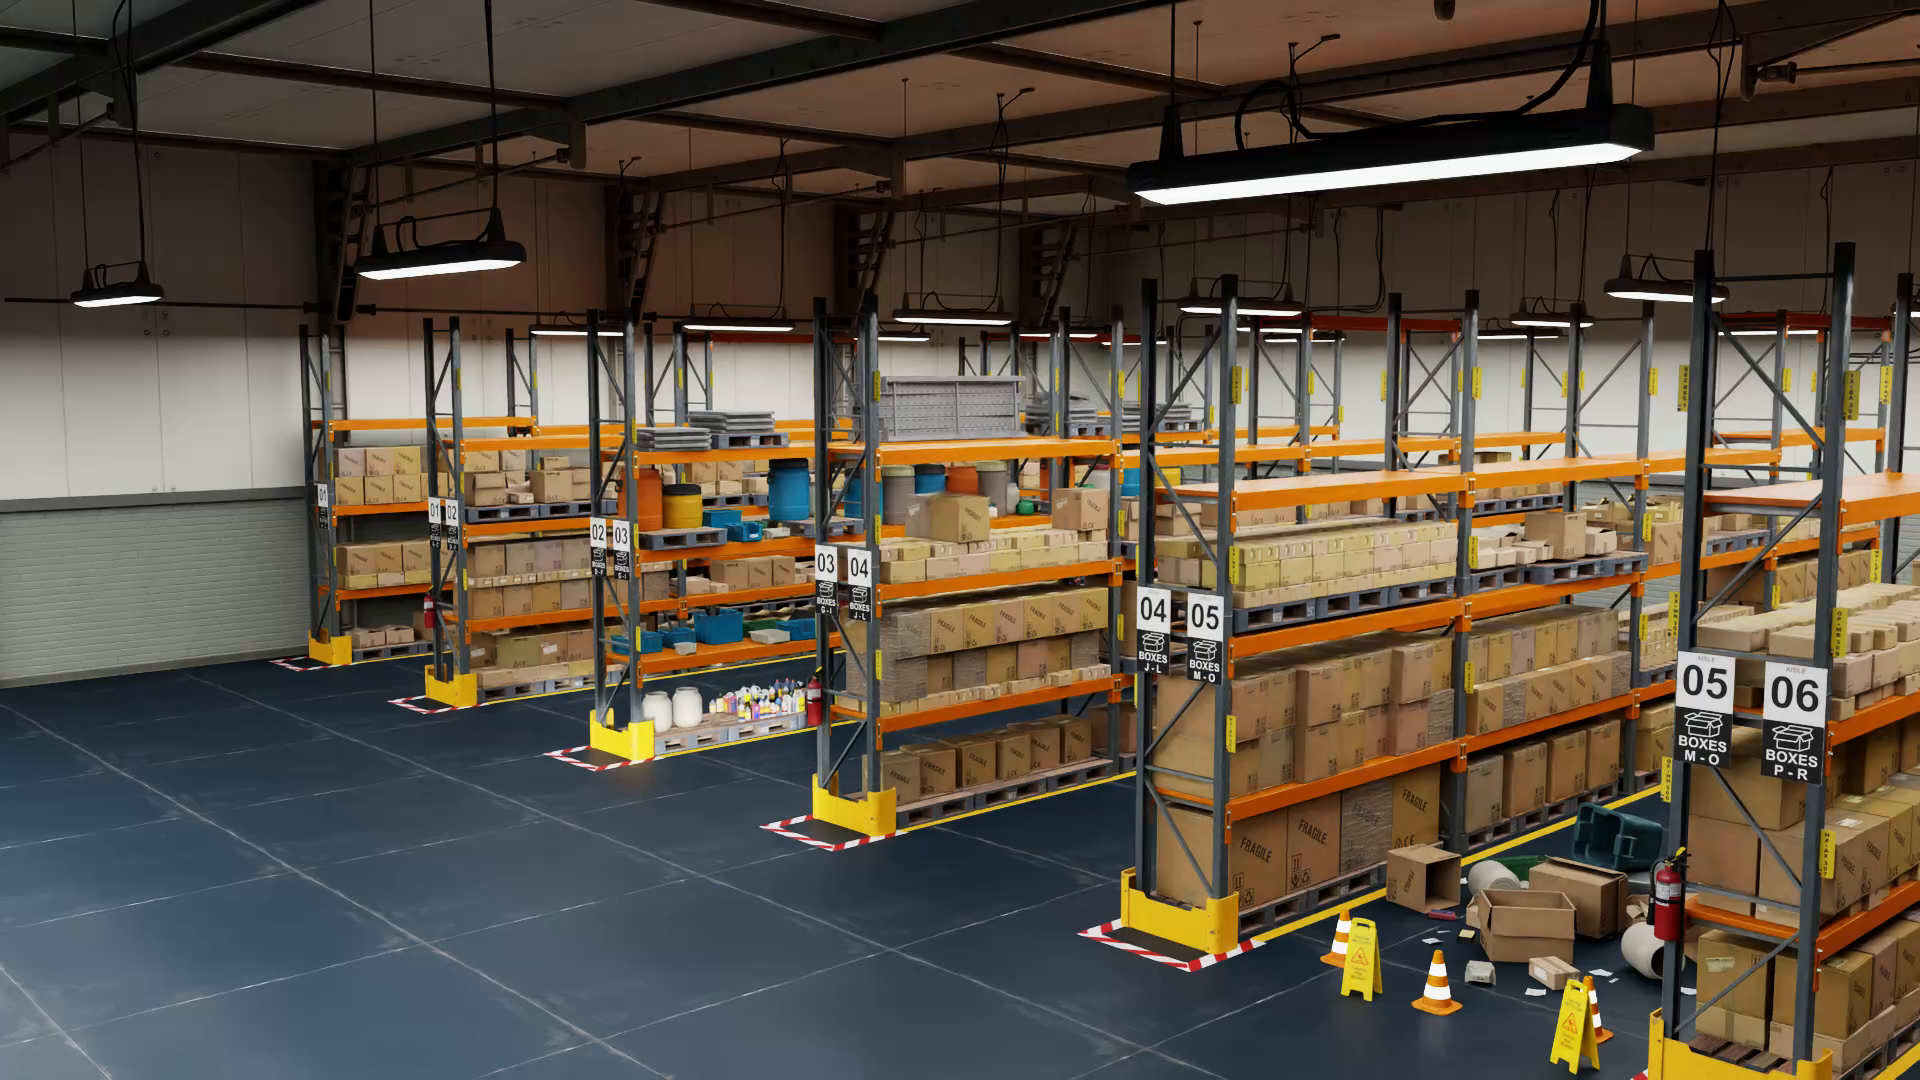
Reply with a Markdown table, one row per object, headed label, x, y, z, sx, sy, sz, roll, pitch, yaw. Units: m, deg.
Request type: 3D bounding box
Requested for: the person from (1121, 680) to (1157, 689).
| label | x | y | z | sx | sy | sz | roll | pitch | yaw |
| --- | --- | --- | --- | --- | --- | --- | --- | --- | --- |
| person | 2.945 | 1.576 | 27.054 | 0.594 | 1.658 | 1.055 | 4 | 7 | 38 |
